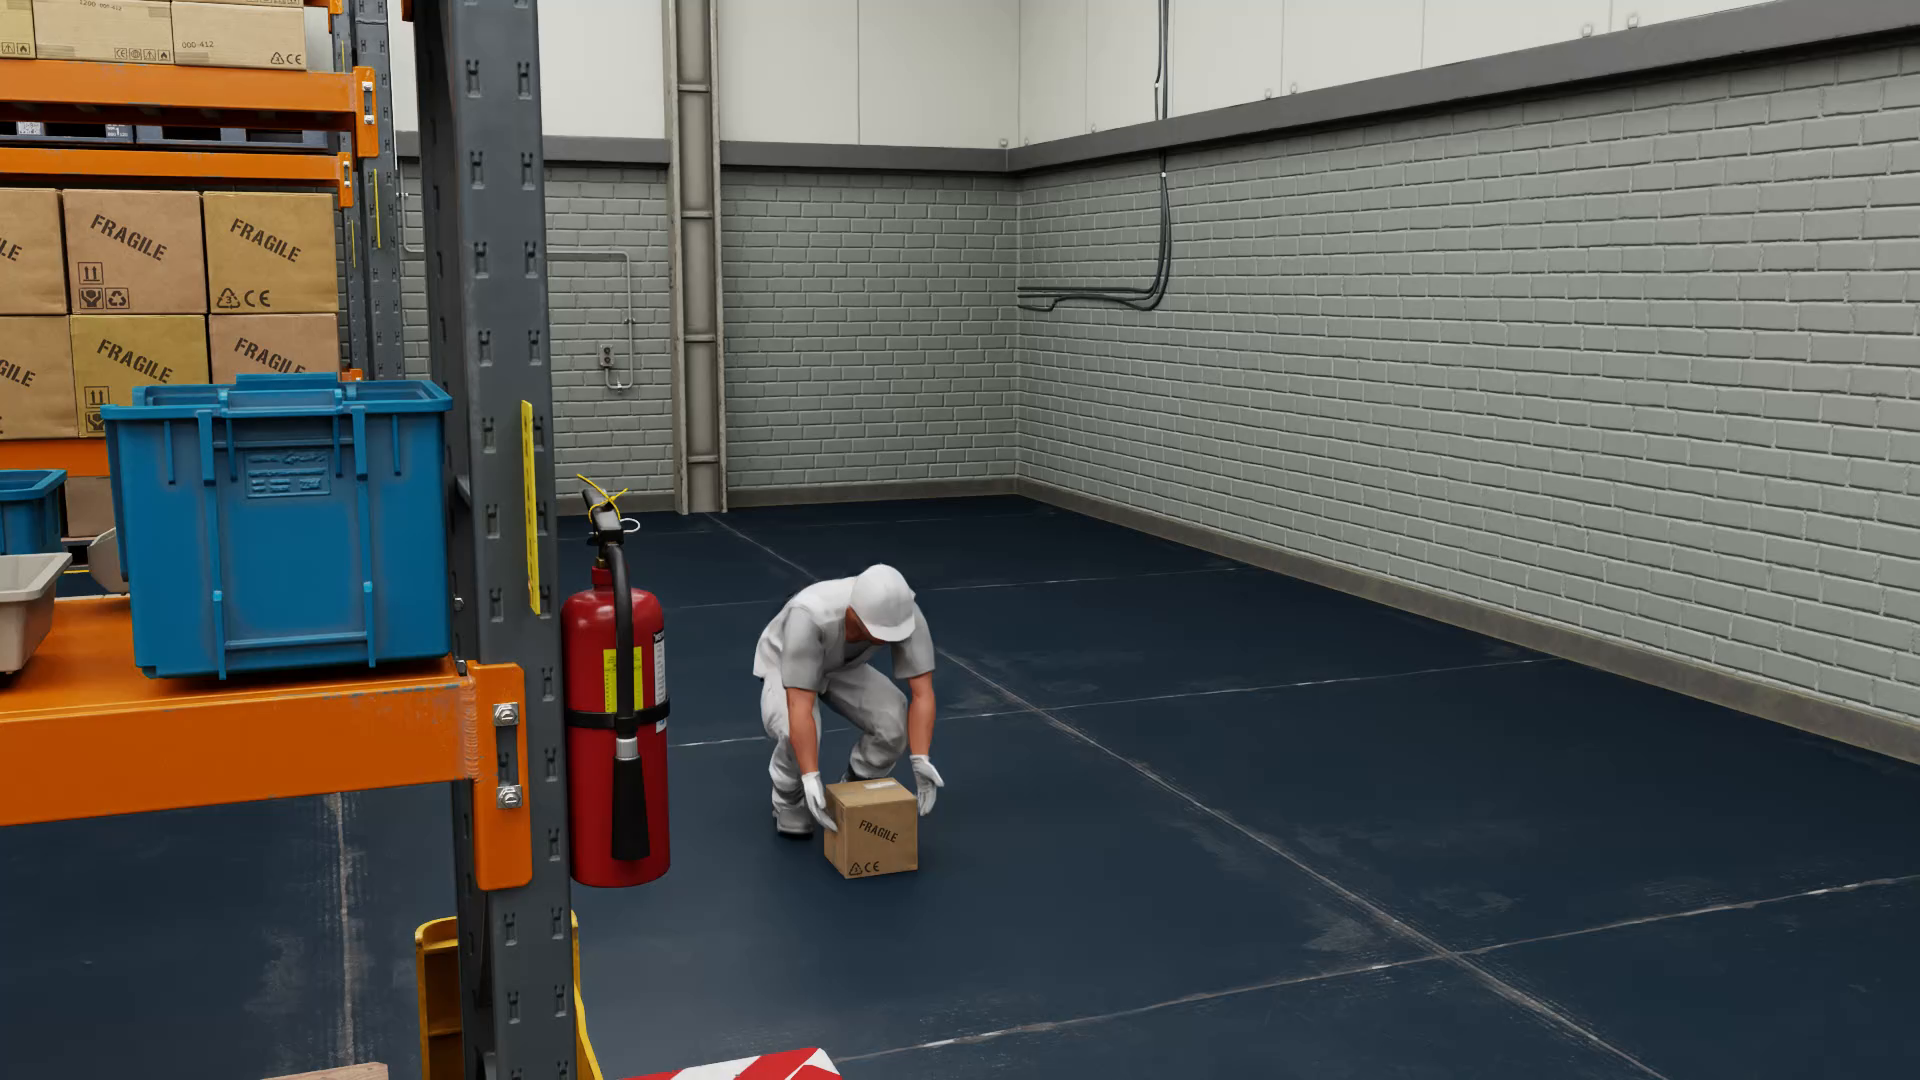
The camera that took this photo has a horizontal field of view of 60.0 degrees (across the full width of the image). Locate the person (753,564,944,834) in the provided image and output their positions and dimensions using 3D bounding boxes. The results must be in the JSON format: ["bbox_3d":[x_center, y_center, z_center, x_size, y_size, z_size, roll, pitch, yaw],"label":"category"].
[{"bbox_3d":[-0.407,0.537,5.842,0.577,1.017,0.874,-3,9,-21],"label":"person"}]
